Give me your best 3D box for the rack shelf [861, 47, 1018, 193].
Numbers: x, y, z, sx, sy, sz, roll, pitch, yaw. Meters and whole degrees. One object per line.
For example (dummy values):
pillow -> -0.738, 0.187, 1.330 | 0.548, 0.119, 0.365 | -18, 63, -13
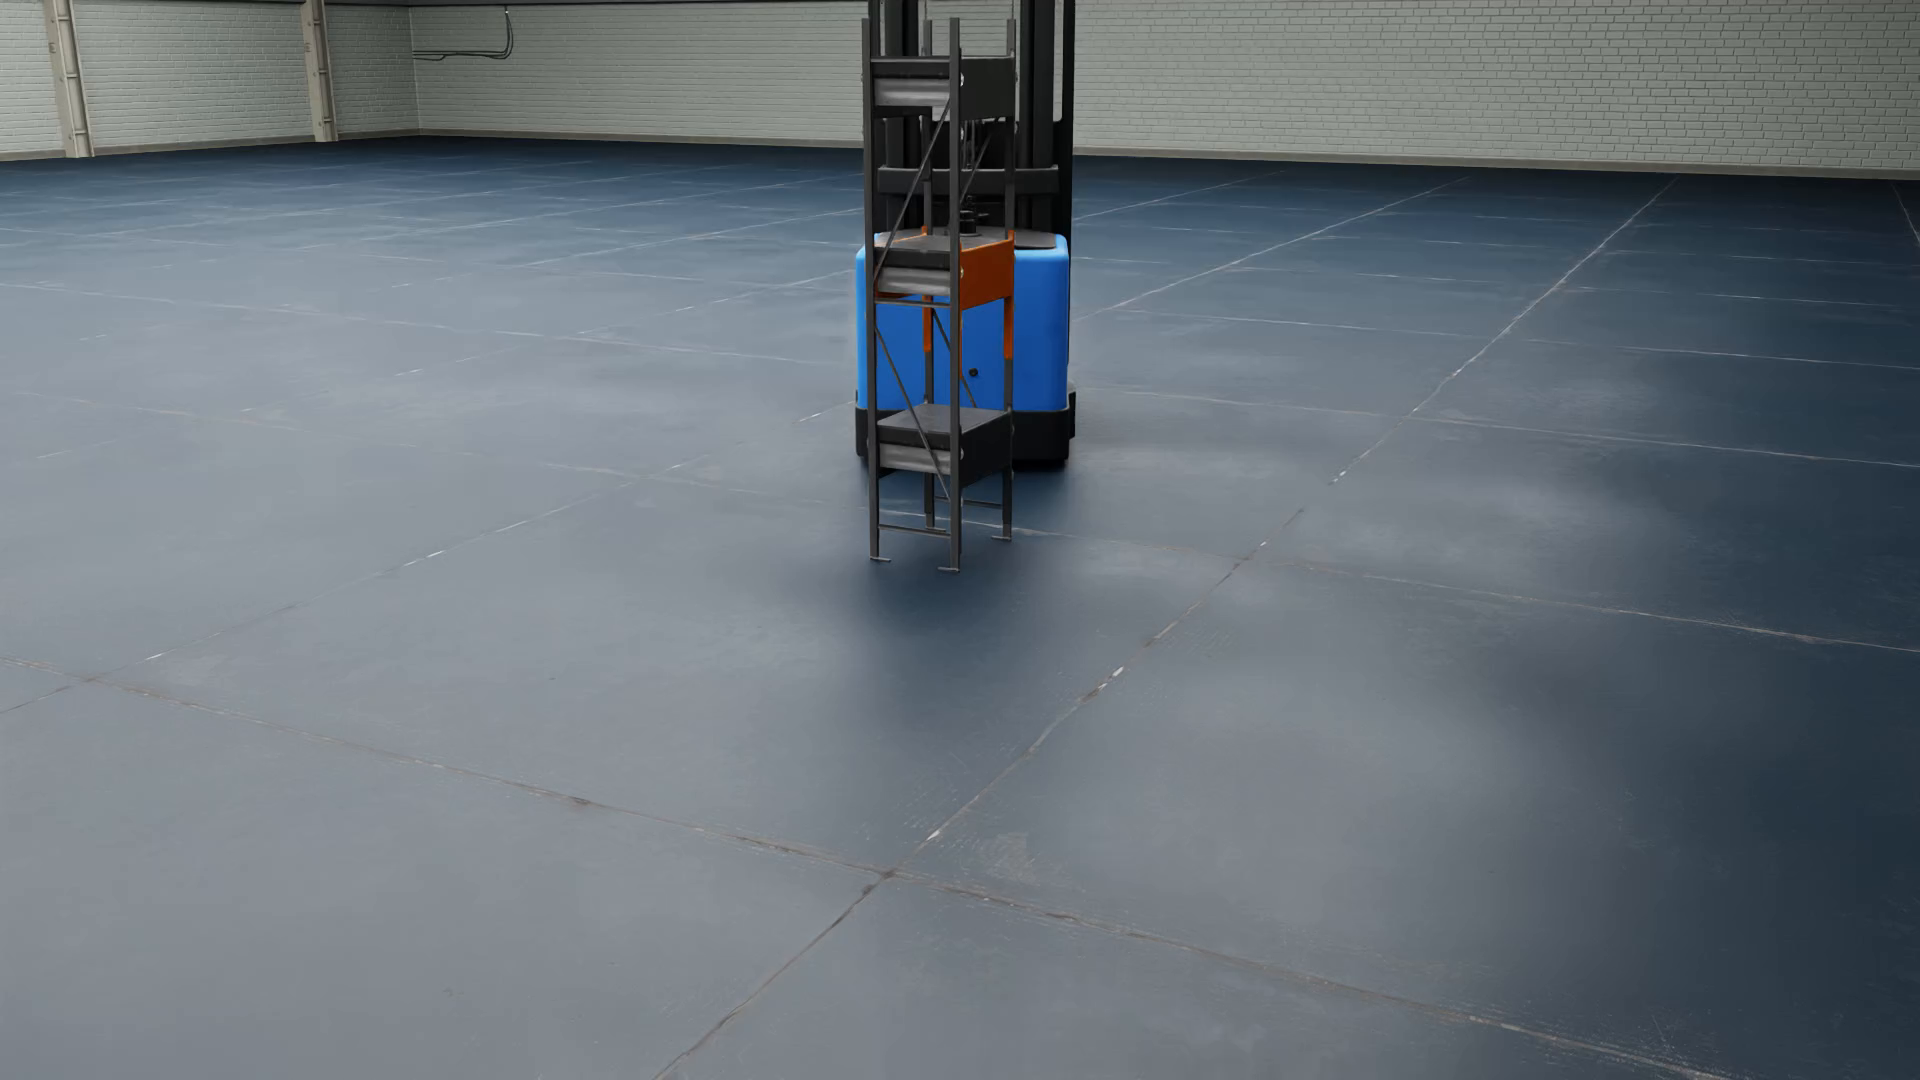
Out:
rack shelf -> -0.074, -1.622, 6.388 | 0.431, 0.518, 0.480 | 8, 18, 25

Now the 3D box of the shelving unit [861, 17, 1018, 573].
shelving unit -> -0.074, -0.964, 6.583 | 0.431, 2.100, 0.503 | 8, 18, 25

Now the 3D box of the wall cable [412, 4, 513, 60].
wall cable -> -11.393, -12.152, 37.586 | 3.097, 2.526, 0.112 | 8, 18, 25

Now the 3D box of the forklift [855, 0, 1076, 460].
forklift -> 0.073, -2.161, 9.152 | 1.130, 2.935, 3.031 | 1, 17, 2

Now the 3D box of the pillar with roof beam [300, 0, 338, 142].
pillar with roof beam -> -10.041, -12.511, 33.340 | 9.100, 9.000, 0.400 | 8, 18, 25

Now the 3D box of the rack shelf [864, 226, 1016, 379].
rack shelf -> -0.074, -0.951, 6.587 | 0.431, 0.518, 0.480 | 8, 18, 25

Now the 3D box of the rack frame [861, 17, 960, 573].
rack frame -> -0.183, -0.902, 6.374 | 0.400, 2.100, 0.015 | 8, 18, 25

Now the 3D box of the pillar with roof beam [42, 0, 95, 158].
pillar with roof beam -> -12.722, -10.982, 28.195 | 9.100, 9.000, 0.400 | 8, 18, 25

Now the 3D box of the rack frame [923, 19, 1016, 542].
rack frame -> 0.035, -1.027, 6.793 | 0.400, 2.100, 0.015 | 8, 18, 25

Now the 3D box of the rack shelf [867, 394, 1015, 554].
rack shelf -> -0.074, -0.280, 6.787 | 0.431, 0.518, 0.480 | 8, 18, 25
